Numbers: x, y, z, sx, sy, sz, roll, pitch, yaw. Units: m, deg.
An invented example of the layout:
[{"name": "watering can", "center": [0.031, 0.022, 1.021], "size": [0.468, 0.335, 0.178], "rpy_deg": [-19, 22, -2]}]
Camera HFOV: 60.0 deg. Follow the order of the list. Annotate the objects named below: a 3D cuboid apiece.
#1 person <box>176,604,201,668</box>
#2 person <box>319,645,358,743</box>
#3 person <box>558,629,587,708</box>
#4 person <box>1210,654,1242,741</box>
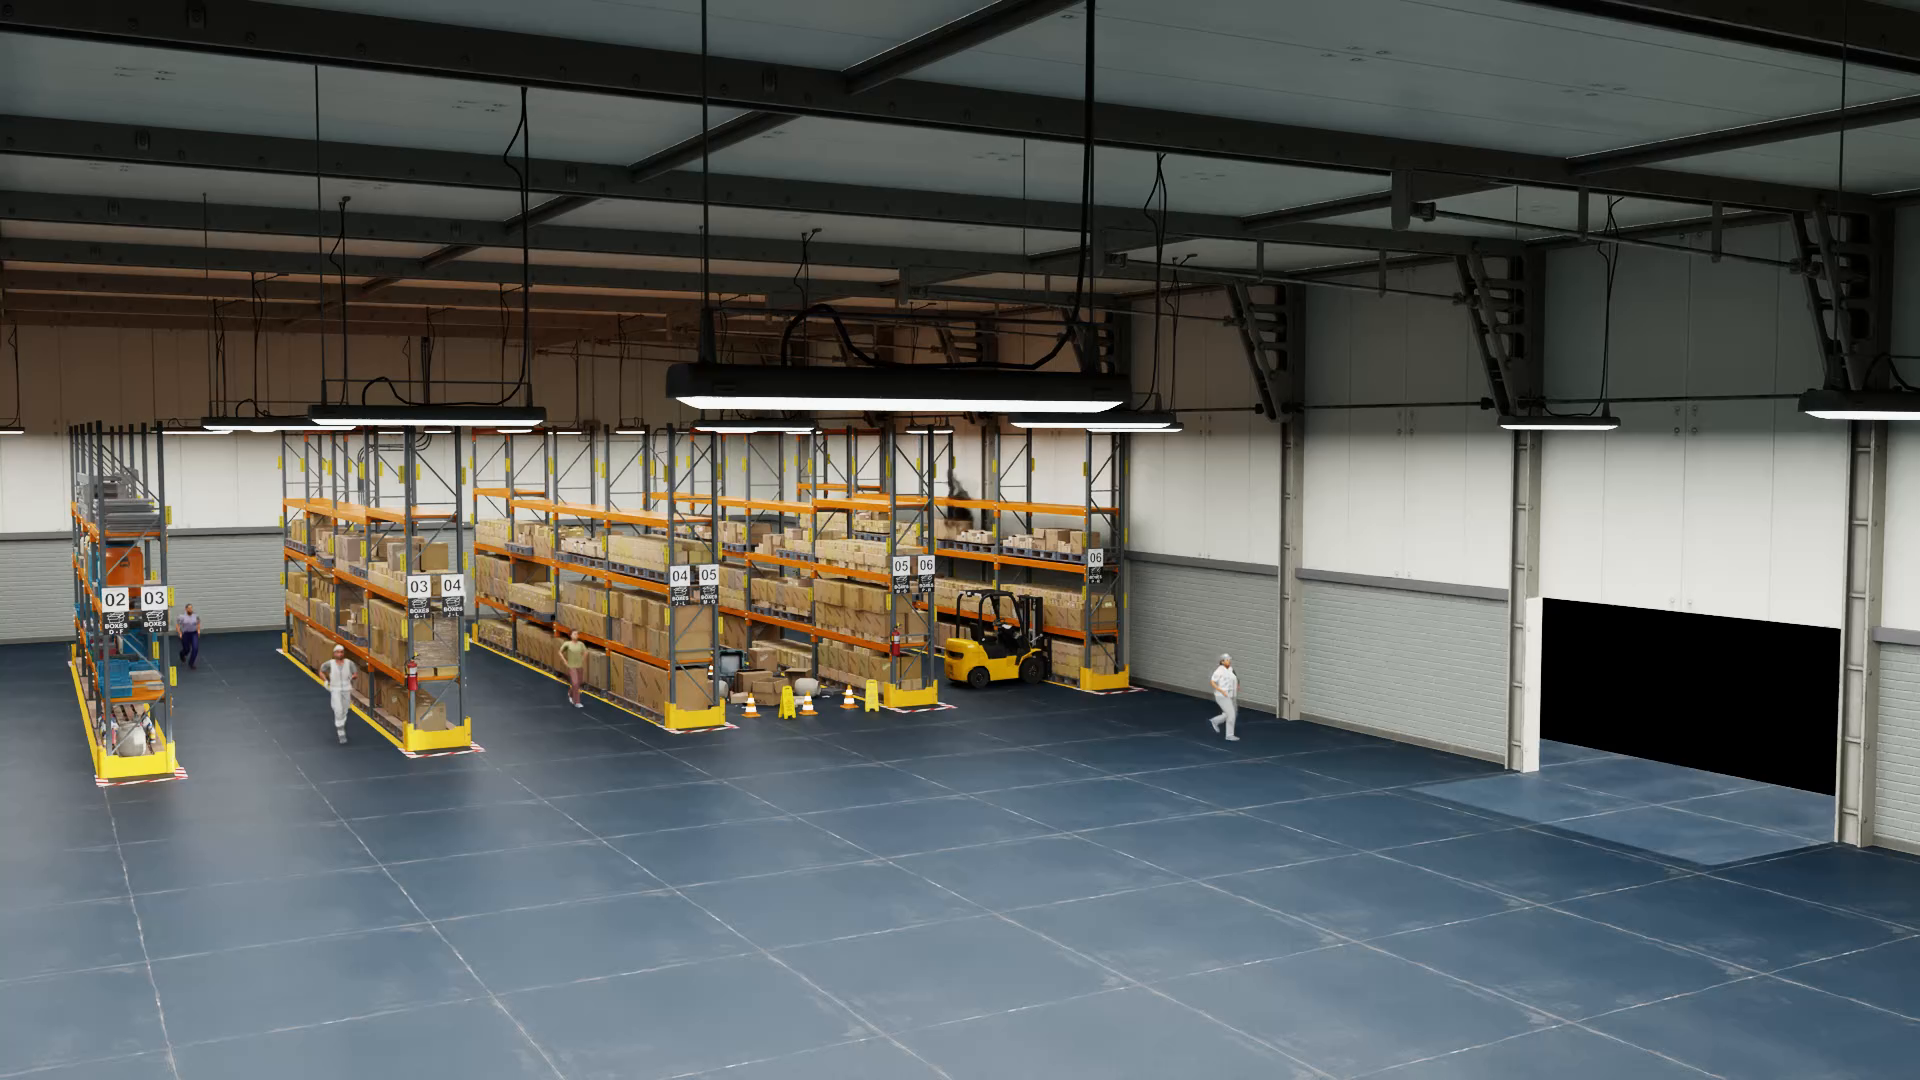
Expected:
[{"name": "person", "center": [-19.194, 2.390, 41.385], "size": [0.595, 1.594, 0.587], "rpy_deg": [-3, 5, -41]}, {"name": "person", "center": [-11.655, 2.864, 31.278], "size": [0.654, 1.801, 0.873], "rpy_deg": [-2, 4, -34]}, {"name": "person", "center": [-8.180, 2.706, 35.297], "size": [0.597, 1.656, 0.803], "rpy_deg": [-3, 4, -37]}, {"name": "person", "center": [5.005, 2.963, 31.500], "size": [0.727, 1.624, 0.615], "rpy_deg": [3, 5, 42]}]
